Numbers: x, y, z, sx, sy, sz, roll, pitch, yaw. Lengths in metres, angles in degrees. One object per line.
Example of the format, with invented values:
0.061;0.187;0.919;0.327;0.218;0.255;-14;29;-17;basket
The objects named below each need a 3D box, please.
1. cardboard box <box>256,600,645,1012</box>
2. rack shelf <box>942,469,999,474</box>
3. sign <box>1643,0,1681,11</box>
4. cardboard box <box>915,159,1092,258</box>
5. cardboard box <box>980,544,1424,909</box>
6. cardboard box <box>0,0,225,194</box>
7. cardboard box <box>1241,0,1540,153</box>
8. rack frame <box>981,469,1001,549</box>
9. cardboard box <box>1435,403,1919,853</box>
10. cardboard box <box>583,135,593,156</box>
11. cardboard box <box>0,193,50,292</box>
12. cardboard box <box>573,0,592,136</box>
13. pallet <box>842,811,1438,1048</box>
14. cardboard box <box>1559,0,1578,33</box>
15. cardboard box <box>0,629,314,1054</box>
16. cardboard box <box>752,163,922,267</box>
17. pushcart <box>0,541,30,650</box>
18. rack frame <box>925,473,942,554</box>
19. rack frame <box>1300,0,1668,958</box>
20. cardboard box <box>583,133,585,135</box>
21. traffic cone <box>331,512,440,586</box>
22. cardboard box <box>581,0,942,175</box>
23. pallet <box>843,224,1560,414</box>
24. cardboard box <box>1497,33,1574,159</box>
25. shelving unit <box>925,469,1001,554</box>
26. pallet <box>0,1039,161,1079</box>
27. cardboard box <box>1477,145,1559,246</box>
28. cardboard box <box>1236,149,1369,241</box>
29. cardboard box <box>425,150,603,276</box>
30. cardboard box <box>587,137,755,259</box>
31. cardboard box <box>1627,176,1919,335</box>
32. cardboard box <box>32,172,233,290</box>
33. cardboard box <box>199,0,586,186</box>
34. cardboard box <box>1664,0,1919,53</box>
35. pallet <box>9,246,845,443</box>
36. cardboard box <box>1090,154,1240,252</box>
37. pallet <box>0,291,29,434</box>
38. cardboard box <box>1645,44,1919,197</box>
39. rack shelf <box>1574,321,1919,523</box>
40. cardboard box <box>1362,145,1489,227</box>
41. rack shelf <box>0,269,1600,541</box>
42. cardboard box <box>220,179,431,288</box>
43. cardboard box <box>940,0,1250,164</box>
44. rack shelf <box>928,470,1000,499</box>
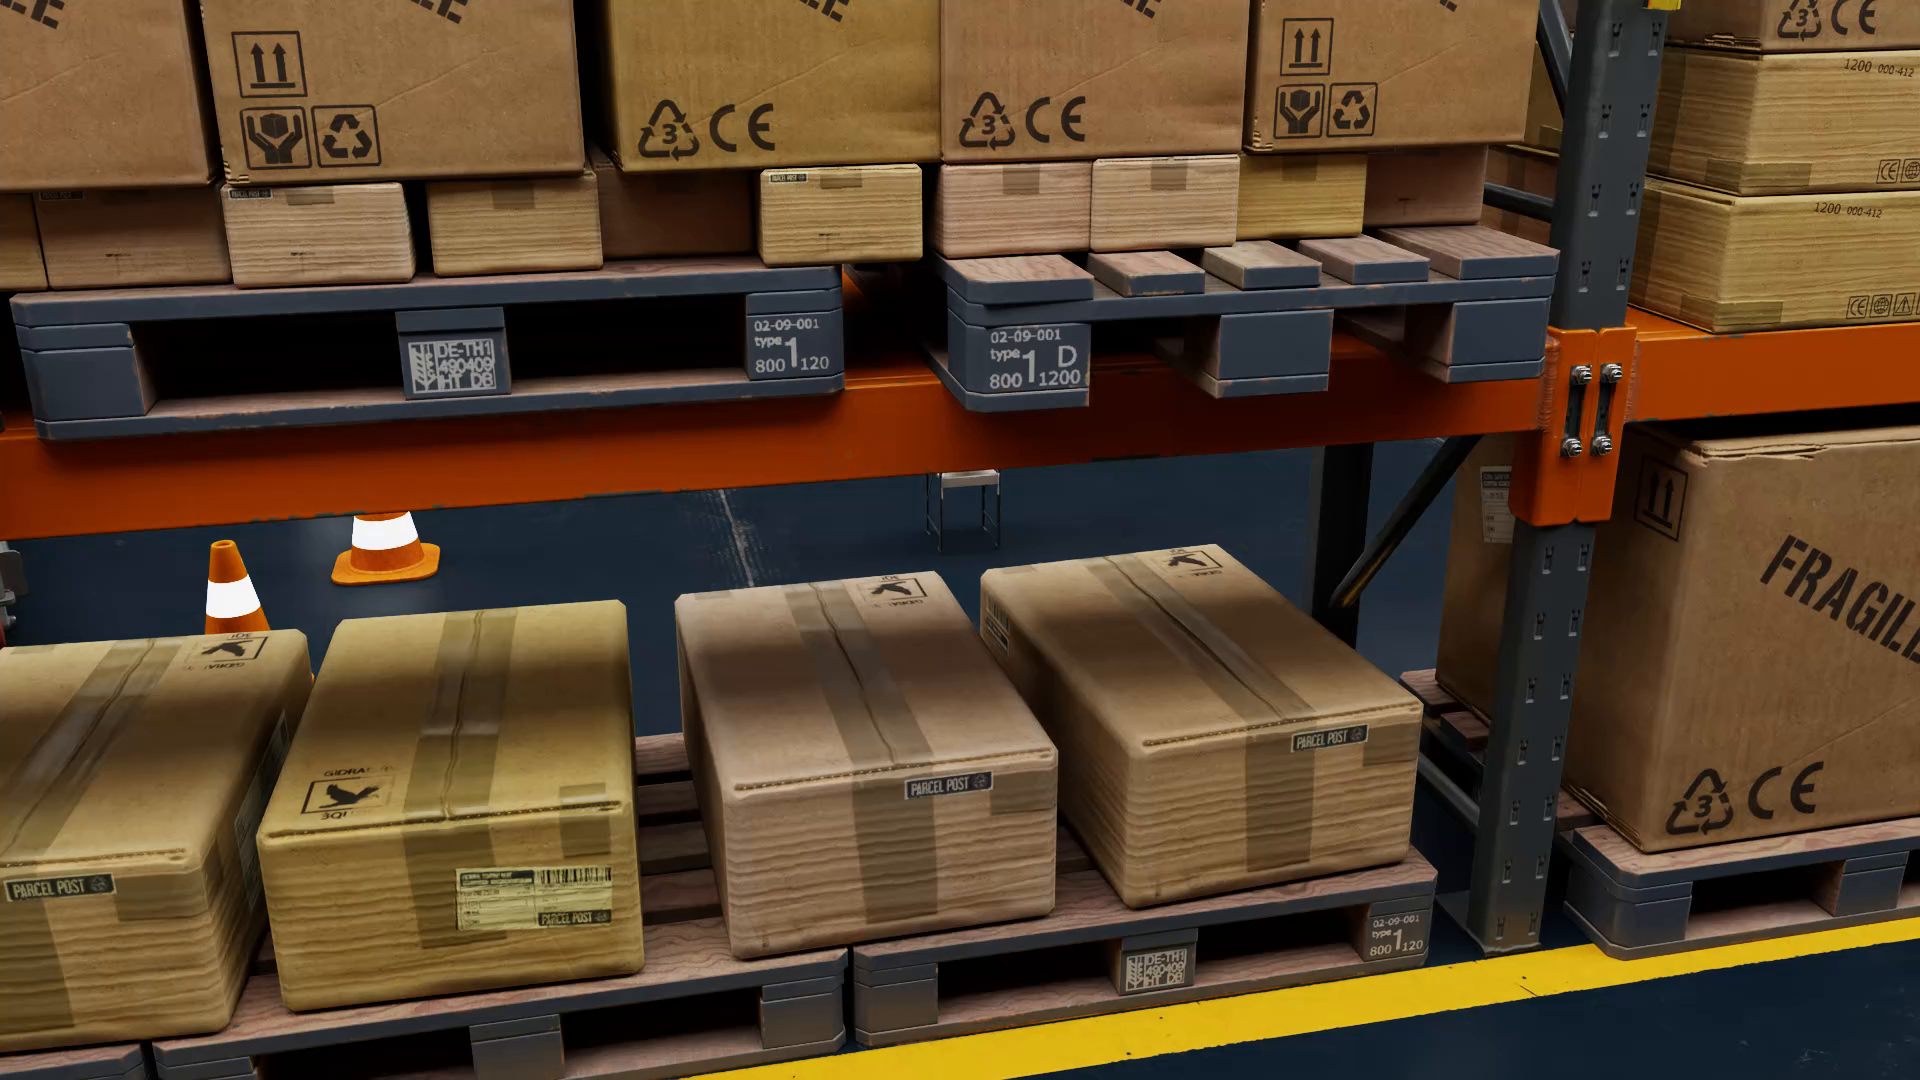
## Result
-0.973;0.484;3.343;0.625;0.372;0.950;-4;20;-11;cardboard box
0.008;-0.307;5.704;0.200;0.077;0.258;-5;21;-12;rack shelf
1.169;-1.039;2.722;0.005;0.325;0.100;-5;21;-12;sign
0.044;-0.591;2.820;0.250;0.149;0.380;-6;21;-15;cardboard box
0.483;0.364;3.669;0.625;0.372;0.950;-6;21;-16;cardboard box
-1.364;-0.796;2.439;0.500;0.500;0.500;-5;21;-13;cardboard box
0.657;-0.968;2.909;0.500;0.500;0.500;-5;21;-14;cardboard box
0.107;-0.431;5.684;0.006;0.900;0.240;-5;21;-12;rack frame
1.726;0.060;3.768;0.875;0.875;0.875;-5;21;-13;cardboard box
-0.639;-0.717;3.164;0.250;0.149;0.380;-4;20;-10;cardboard box
-1.484;-0.485;2.534;0.250;0.149;0.380;-4;21;-12;cardboard box
-0.477;-1.051;3.136;0.500;0.500;0.500;-4;21;-12;cardboard box
0.274;0.657;3.714;1.213;0.211;1.003;-5;21;-12;pallet
1.478;-1.359;3.563;0.500;0.500;0.500;-5;21;-14;cardboard box
-1.649;0.539;3.191;0.625;0.372;0.950;-3;20;-9;cardboard box
-0.220;-0.564;2.748;0.250;0.149;0.380;-4;21;-12;cardboard box
-3.431;0.075;5.061;0.936;0.377;1.648;-13;24;-31;pushcart
-0.091;-0.415;5.640;0.006;0.900;0.240;-5;21;-12;rack frame
1.035;-0.714;3.402;0.127;3.000;1.000;-5;21;-12;rack frame
-0.965;-1.014;3.035;0.500;0.500;0.500;-5;21;-15;cardboard box
-1.921;-0.130;5.498;0.334;0.463;0.336;-5;21;-12;traffic cone
-0.335;-0.883;2.677;0.500;0.500;0.500;-6;21;-16;cardboard box
0.366;-0.531;3.183;1.003;0.211;1.213;-5;21;-12;pallet
1.448;-1.001;3.678;0.500;0.250;0.500;-5;21;-13;cardboard box
0.008;-0.423;5.662;0.210;0.900;0.258;-5;21;-12;shelving unit
-2.100;0.850;3.187;1.213;0.211;1.003;-5;21;-12;pallet
1.467;-0.770;3.774;0.500;0.250;0.500;-5;21;-14;cardboard box
0.526;-0.643;2.963;0.250;0.149;0.380;-4;21;-12;cardboard box
-0.719;-0.539;2.680;0.250;0.149;0.380;-5;21;-14;cardboard box
-0.494;-0.586;2.809;0.250;0.149;0.380;-4;21;-12;cardboard box
1.569;-0.598;3.303;0.500;0.250;0.500;-5;21;-13;cardboard box
-1.243;-0.504;2.585;0.250;0.149;0.380;-4;21;-12;cardboard box
-0.866;-0.841;2.560;0.500;0.500;0.500;-6;21;-15;cardboard box
1.571;-1.187;3.096;0.500;0.500;0.500;-5;21;-14;cardboard box
-0.882;-0.453;2.970;1.213;0.211;1.003;-5;21;-12;pallet
0.291;-0.608;2.867;0.250;0.149;0.380;-5;21;-13;cardboard box
-2.080;-0.319;2.603;1.213;0.211;1.003;-5;21;-12;pallet
1.585;-0.835;3.225;0.500;0.250;0.500;-5;21;-13;cardboard box
2.981;-0.534;3.958;4.000;0.370;1.077;-5;21;-12;rack shelf
0.770;-0.688;3.087;0.250;0.149;0.380;-4;20;-10;cardboard box
-0.911;-0.218;3.093;4.000;0.370;1.077;-5;21;-12;rack shelf
-0.972;-0.508;2.595;0.250;0.149;0.380;-4;20;-10;cardboard box
0.156;-0.924;2.787;0.500;0.500;0.500;-5;21;-13;cardboard box
0.008;-0.223;5.735;0.200;0.077;0.258;-5;21;-12;rack shelf
